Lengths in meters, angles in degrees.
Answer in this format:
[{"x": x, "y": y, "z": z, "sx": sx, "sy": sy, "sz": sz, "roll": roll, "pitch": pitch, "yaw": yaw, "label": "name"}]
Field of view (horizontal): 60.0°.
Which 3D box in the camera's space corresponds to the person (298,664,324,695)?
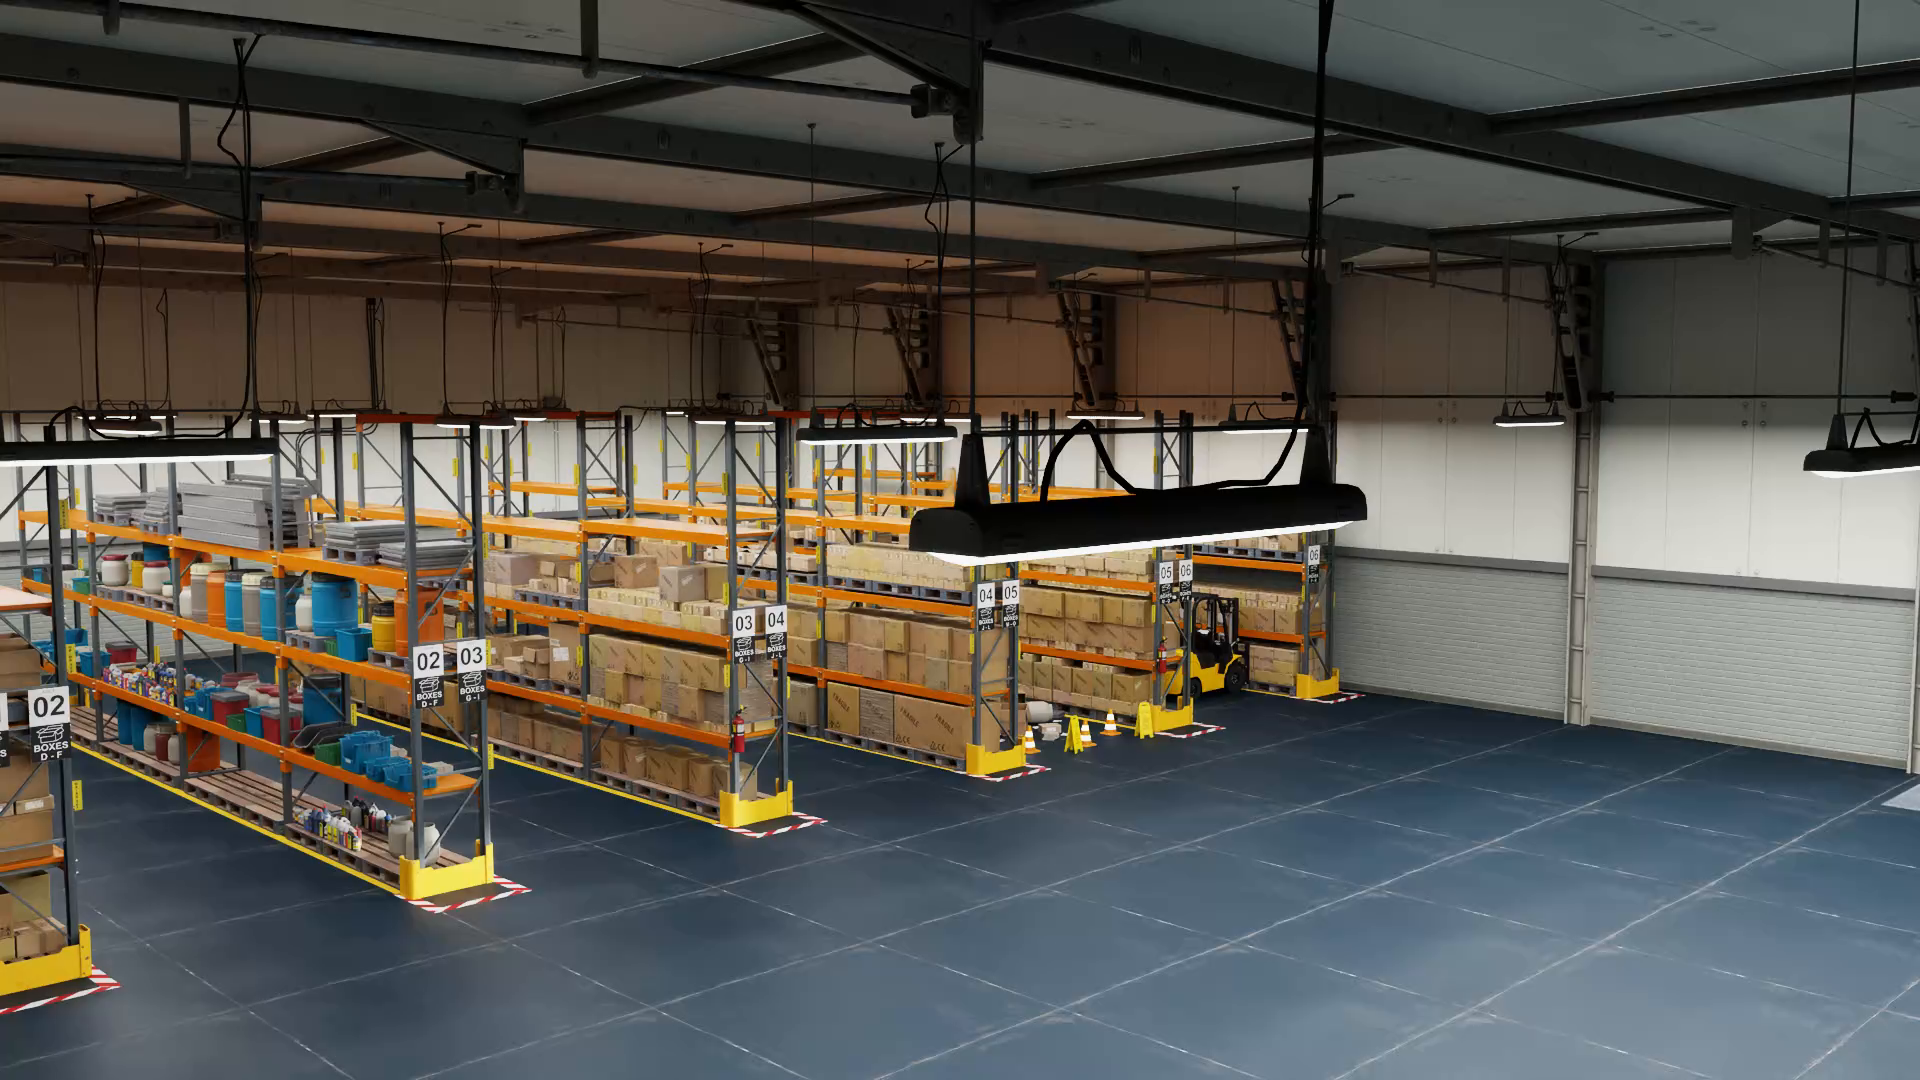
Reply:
[{"x": -11.221, "y": 2.953, "z": 29.054, "sx": 0.632, "sy": 1.749, "sz": 0.664, "roll": 4, "pitch": 6, "yaw": 37, "label": "person"}]
